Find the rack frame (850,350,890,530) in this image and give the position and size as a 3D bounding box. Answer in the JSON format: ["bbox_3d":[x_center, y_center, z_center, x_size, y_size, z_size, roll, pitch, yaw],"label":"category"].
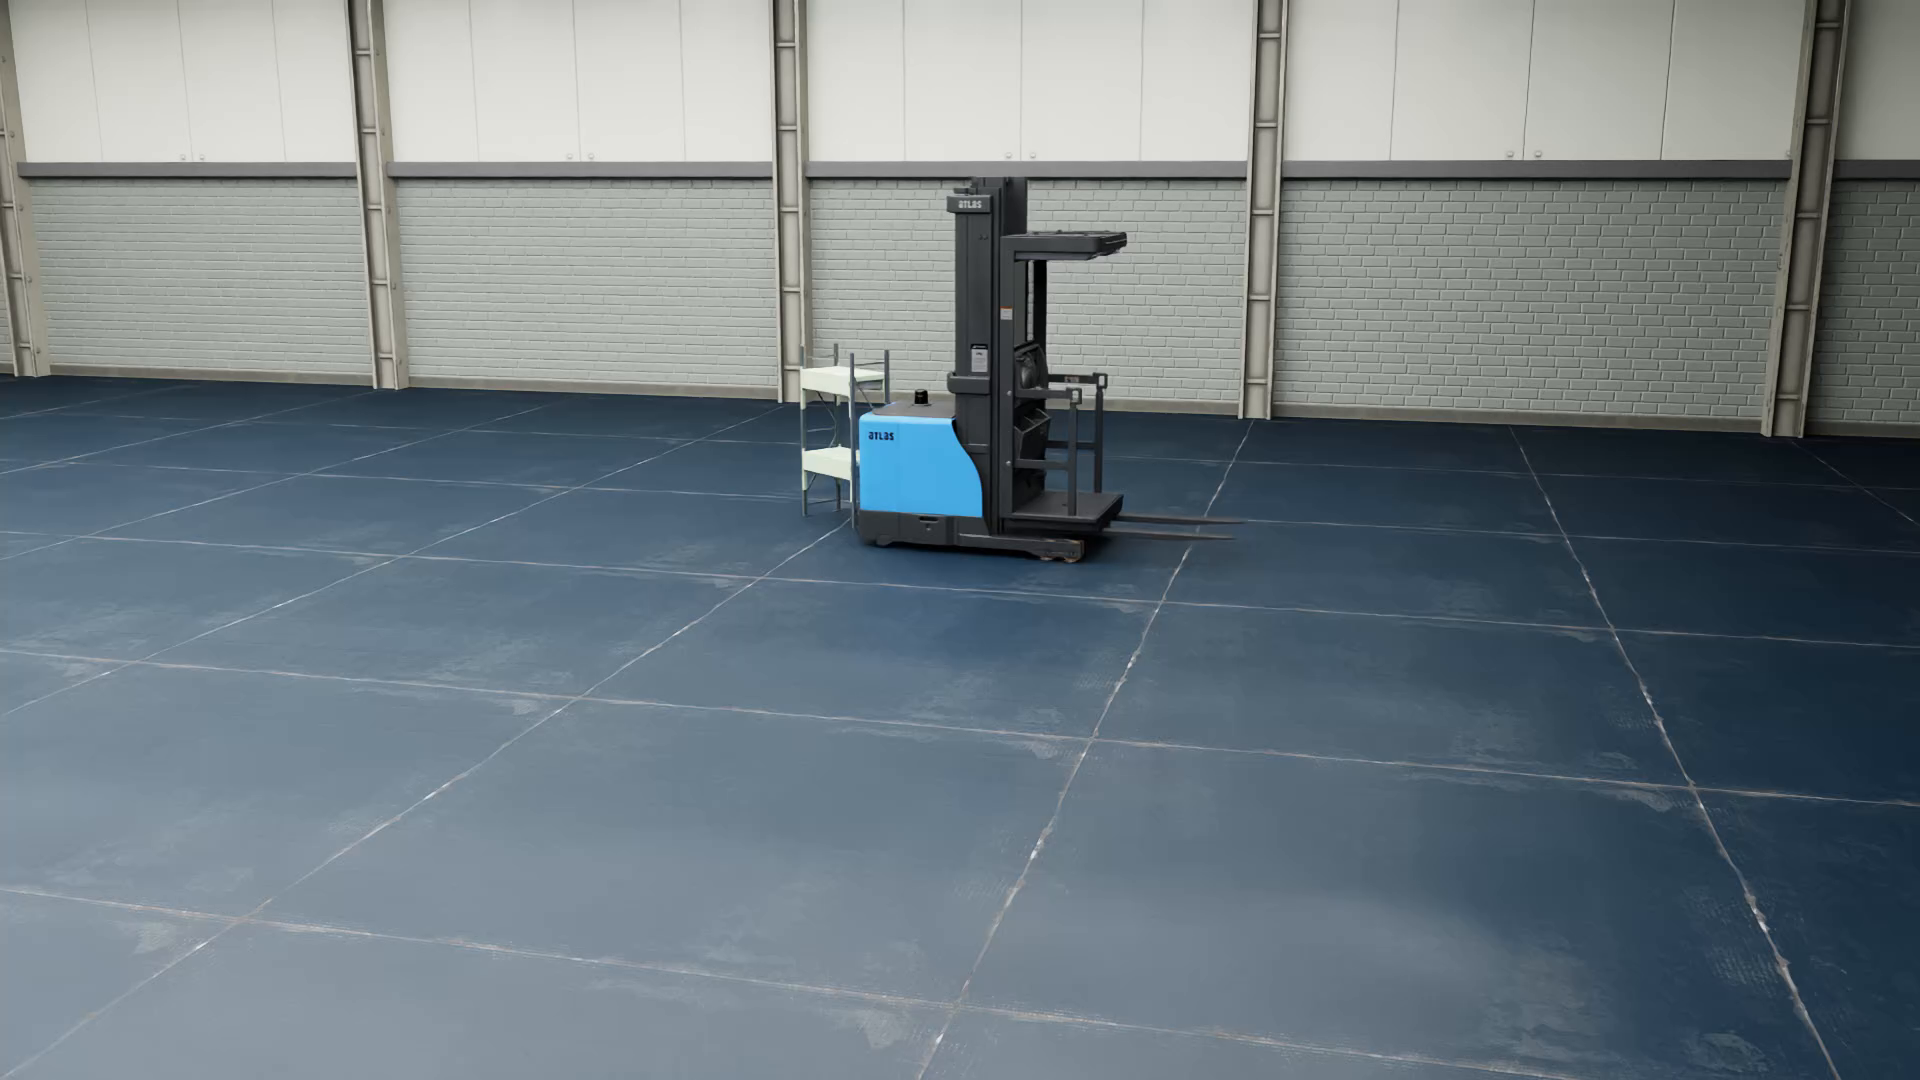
[{"bbox_3d":[-0.758,-0.846,14.084,0.400,1.500,0.023,-10,16,-39],"label":"rack frame"}]

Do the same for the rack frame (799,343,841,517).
[{"bbox_3d":[-1.229,-0.967,14.631,0.400,1.500,0.023,-10,16,-39],"label":"rack frame"}]

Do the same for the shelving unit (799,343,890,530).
[{"bbox_3d":[-0.993,-0.907,14.357,0.431,1.500,0.755,-10,16,-39],"label":"shelving unit"}]

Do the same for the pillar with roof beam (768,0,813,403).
[{"bbox_3d":[-3.200,-5.321,16.940,0.400,9.000,9.100,3,13,14],"label":"pillar with roof beam"}]

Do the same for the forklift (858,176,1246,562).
[{"bbox_3d":[0.753,-1.387,13.219,3.031,2.935,1.130,4,13,16],"label":"forklift"}]

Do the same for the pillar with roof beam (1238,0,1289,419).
[{"bbox_3d":[2.625,-5.009,15.537,0.400,9.000,9.100,3,13,14],"label":"pillar with roof beam"}]

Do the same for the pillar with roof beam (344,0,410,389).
[{"bbox_3d":[-9.026,-5.632,18.344,0.400,9.000,9.100,3,13,14],"label":"pillar with roof beam"}]

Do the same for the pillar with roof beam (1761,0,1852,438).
[{"bbox_3d":[8.450,-4.698,14.133,0.400,9.000,9.100,3,13,14],"label":"pillar with roof beam"}]

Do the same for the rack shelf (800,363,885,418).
[{"bbox_3d":[-0.993,-1.288,14.273,0.431,0.370,0.720,-10,16,-39],"label":"rack shelf"}]

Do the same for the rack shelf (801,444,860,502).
[{"bbox_3d":[-0.993,-0.588,14.428,0.431,0.370,0.720,-10,16,-39],"label":"rack shelf"}]

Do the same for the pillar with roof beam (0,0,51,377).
[{"bbox_3d":[-14.851,-5.944,19.747,0.400,9.000,9.100,3,13,14],"label":"pillar with roof beam"}]
